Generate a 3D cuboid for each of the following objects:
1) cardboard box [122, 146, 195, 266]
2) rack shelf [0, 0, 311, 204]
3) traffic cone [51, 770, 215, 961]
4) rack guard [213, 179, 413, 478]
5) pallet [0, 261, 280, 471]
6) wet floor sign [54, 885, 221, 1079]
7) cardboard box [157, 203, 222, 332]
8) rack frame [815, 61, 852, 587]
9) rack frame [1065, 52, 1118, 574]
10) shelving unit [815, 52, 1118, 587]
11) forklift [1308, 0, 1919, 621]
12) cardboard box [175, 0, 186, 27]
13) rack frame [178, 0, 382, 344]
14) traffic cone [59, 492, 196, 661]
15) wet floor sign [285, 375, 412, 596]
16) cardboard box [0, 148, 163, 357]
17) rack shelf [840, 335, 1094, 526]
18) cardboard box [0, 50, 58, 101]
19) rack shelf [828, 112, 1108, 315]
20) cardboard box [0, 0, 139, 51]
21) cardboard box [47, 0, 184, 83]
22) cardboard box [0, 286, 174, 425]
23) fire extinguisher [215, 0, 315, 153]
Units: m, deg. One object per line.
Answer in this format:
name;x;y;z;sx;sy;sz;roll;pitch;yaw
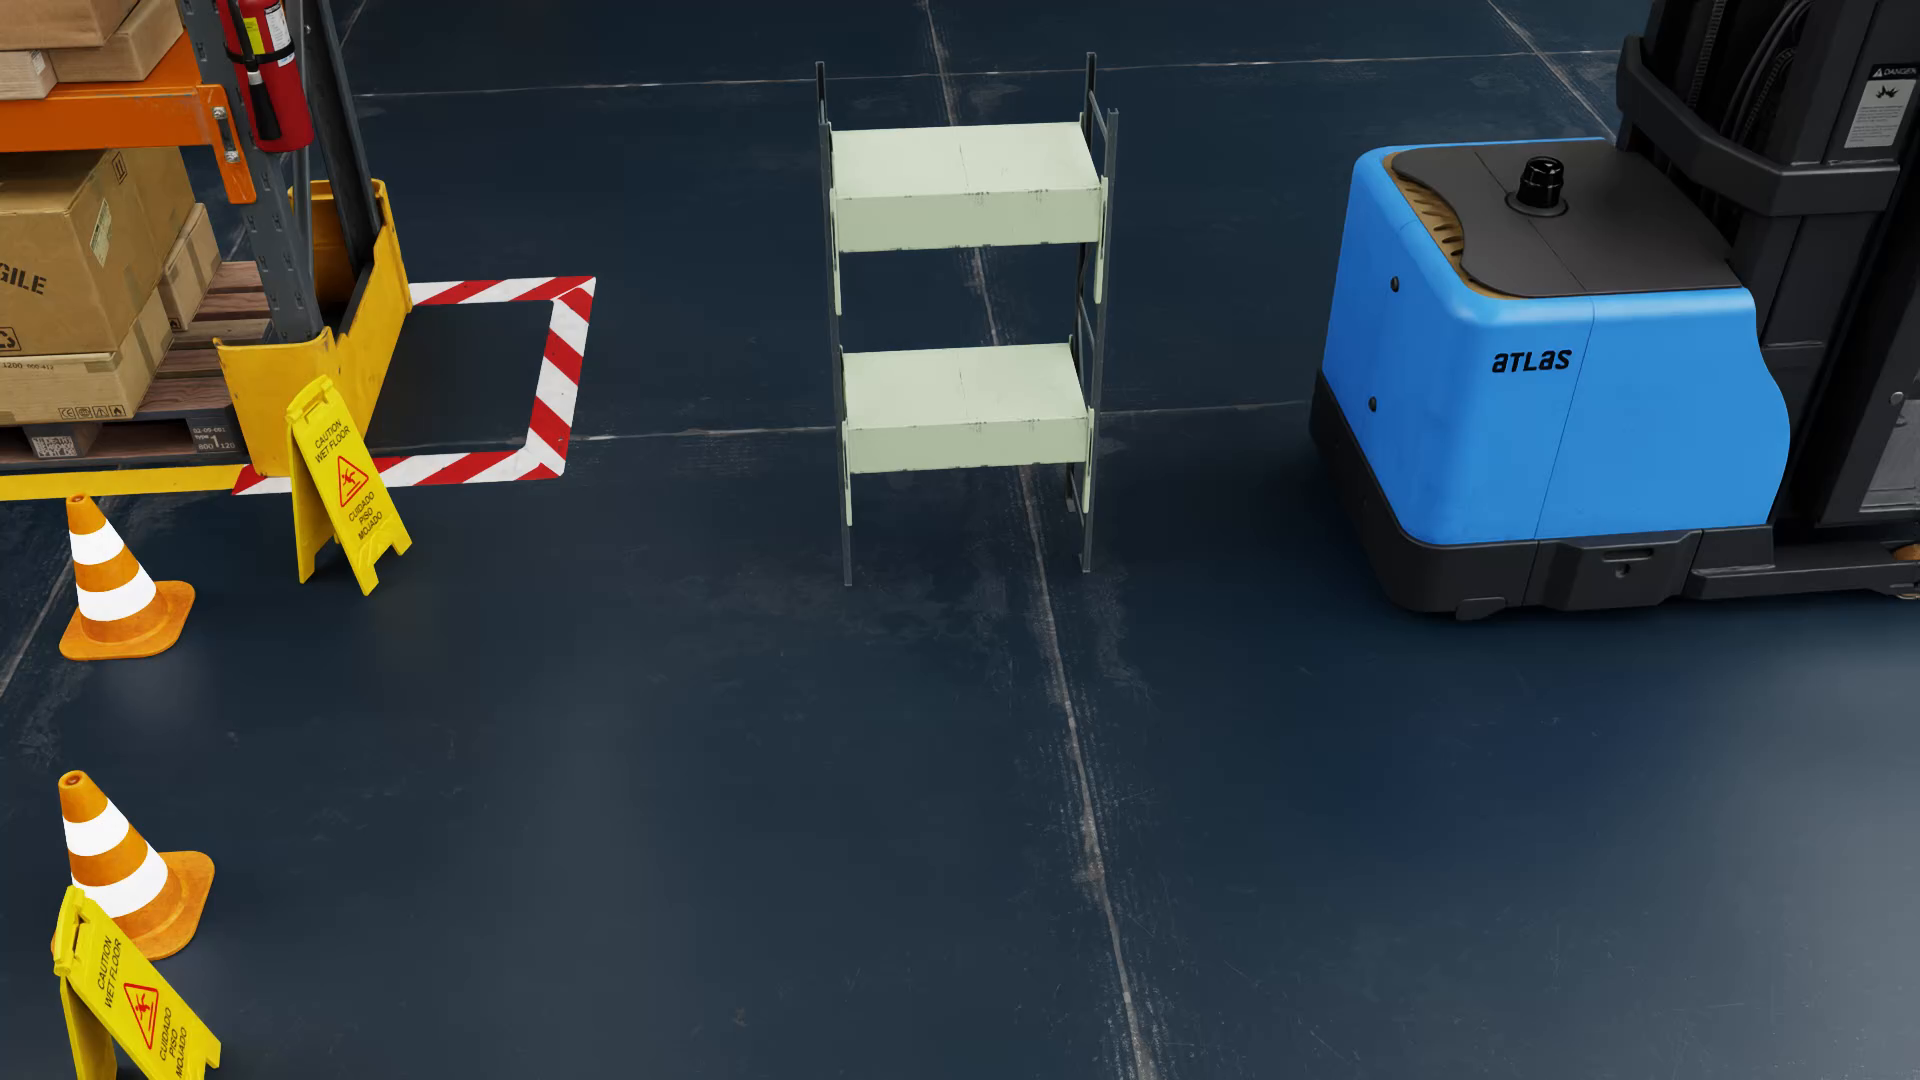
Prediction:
cardboard box;-3.006;-1.259;5.700;0.500;0.500;0.500;-4;38;-5
rack shelf;-4.147;-1.363;5.136;4.000;0.370;1.077;-3;38;-4
traffic cone;-2.032;0.727;3.955;0.334;0.463;0.336;-3;38;-4
rack guard;-2.231;-0.769;5.821;0.348;0.500;1.175;-3;38;-4
pallet;-3.043;-0.633;5.882;1.213;0.211;1.003;-3;38;-4
wet floor sign;-1.762;0.995;3.468;0.232;0.644;0.267;-9;39;-12
cardboard box;-2.983;-0.967;5.934;0.500;0.250;0.500;-3;38;-4
rack frame;-0.358;-0.569;4.760;0.023;1.500;0.400;-3;38;-4
rack frame;0.371;-0.609;4.811;0.023;1.500;0.400;-3;38;-4
shelving unit;0.007;-0.589;4.786;0.755;1.500;0.431;-3;38;-4
forklift;2.724;-1.295;4.525;3.031;2.935;1.130;-4;38;-5
cardboard box;-2.512;-1.765;5.269;0.250;0.149;0.380;-3;38;-4
rack frame;-2.155;-1.755;5.052;0.127;3.000;1.000;-3;38;-4
traffic cone;-2.469;0.061;4.800;0.334;0.463;0.336;-3;38;-4
wet floor sign;-1.871;-0.181;4.958;0.232;0.644;0.267;9;39;12
cardboard box;-2.930;-0.930;5.282;0.500;0.500;0.500;-3;38;-4
rack shelf;0.007;-0.333;4.988;0.720;0.370;0.431;-3;38;-4
cardboard box;-2.751;-1.421;4.833;0.250;0.149;0.380;-4;38;-5
rack shelf;0.007;-0.896;4.544;0.720;0.370;0.431;-3;38;-4
cardboard box;-2.671;-1.711;4.676;0.500;0.500;0.500;-4;38;-5
cardboard box;-2.508;-1.504;4.937;0.250;0.149;0.380;-2;38;-2
cardboard box;-2.960;-0.629;5.506;0.500;0.250;0.500;-3;38;-4
fire extinguisher;-2.000;-1.446;4.724;0.183;0.674;0.296;-3;38;-4
